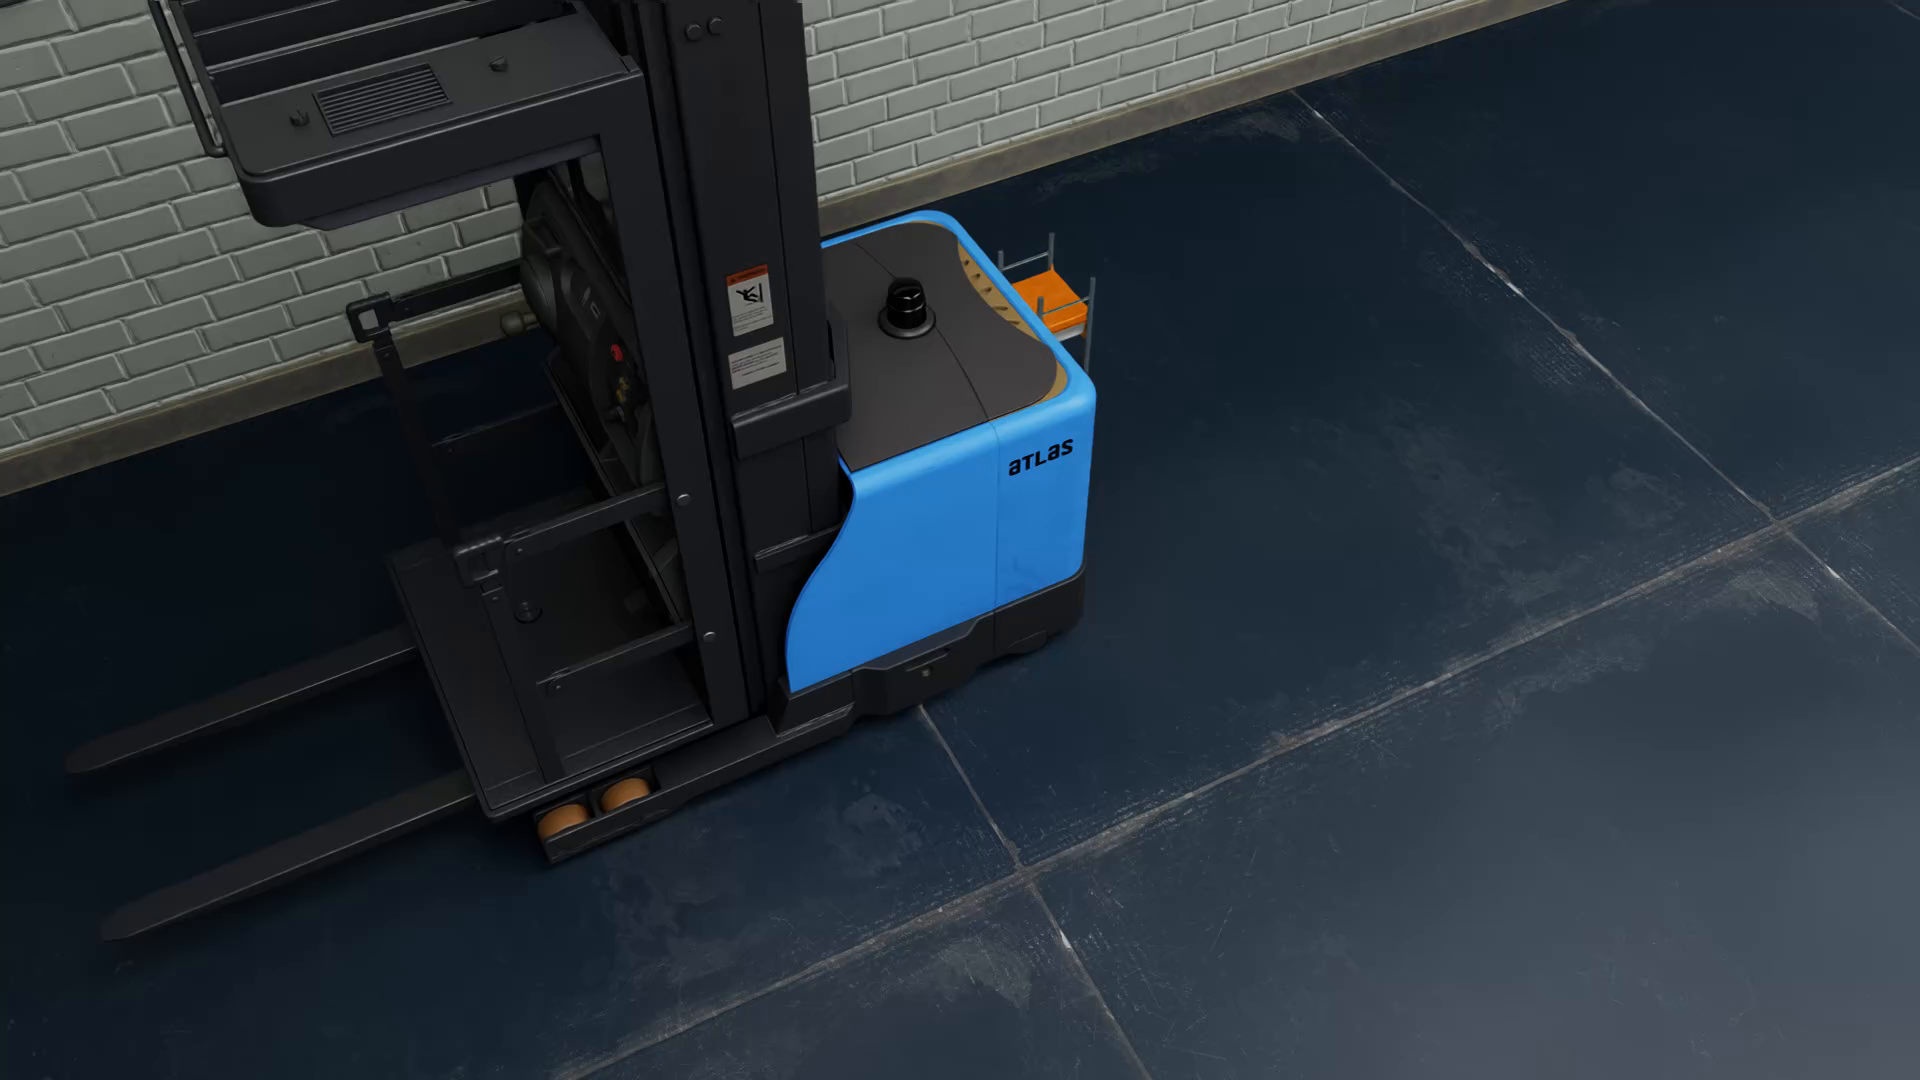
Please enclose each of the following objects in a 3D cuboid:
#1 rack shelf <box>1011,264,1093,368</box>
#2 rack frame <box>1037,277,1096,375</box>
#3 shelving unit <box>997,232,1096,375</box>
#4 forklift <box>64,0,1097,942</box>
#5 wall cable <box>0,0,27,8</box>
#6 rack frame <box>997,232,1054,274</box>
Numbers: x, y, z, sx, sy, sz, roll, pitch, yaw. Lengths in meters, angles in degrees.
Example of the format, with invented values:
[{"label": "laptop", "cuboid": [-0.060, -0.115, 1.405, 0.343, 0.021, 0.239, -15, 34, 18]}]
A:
[{"label": "rack shelf", "cuboid": [0.264, -0.677, 5.282, 0.215, 0.259, 0.240, -22, 53, -18]}, {"label": "rack frame", "cuboid": [0.323, -0.416, 5.417, 0.200, 1.050, 0.008, -22, 53, -18]}, {"label": "shelving unit", "cuboid": [0.264, -0.497, 5.487, 0.215, 1.050, 0.252, -22, 53, -18]}, {"label": "forklift", "cuboid": [-1.142, -0.485, 4.227, 3.031, 2.935, 1.130, -22, 52, -18]}, {"label": "wall cable", "cuboid": [-3.801, -1.921, 3.515, 3.097, 2.526, 0.112, -21, 52, -18]}, {"label": "rack frame", "cuboid": [0.205, -0.578, 5.558, 0.200, 1.050, 0.008, -22, 53, -18]}]
